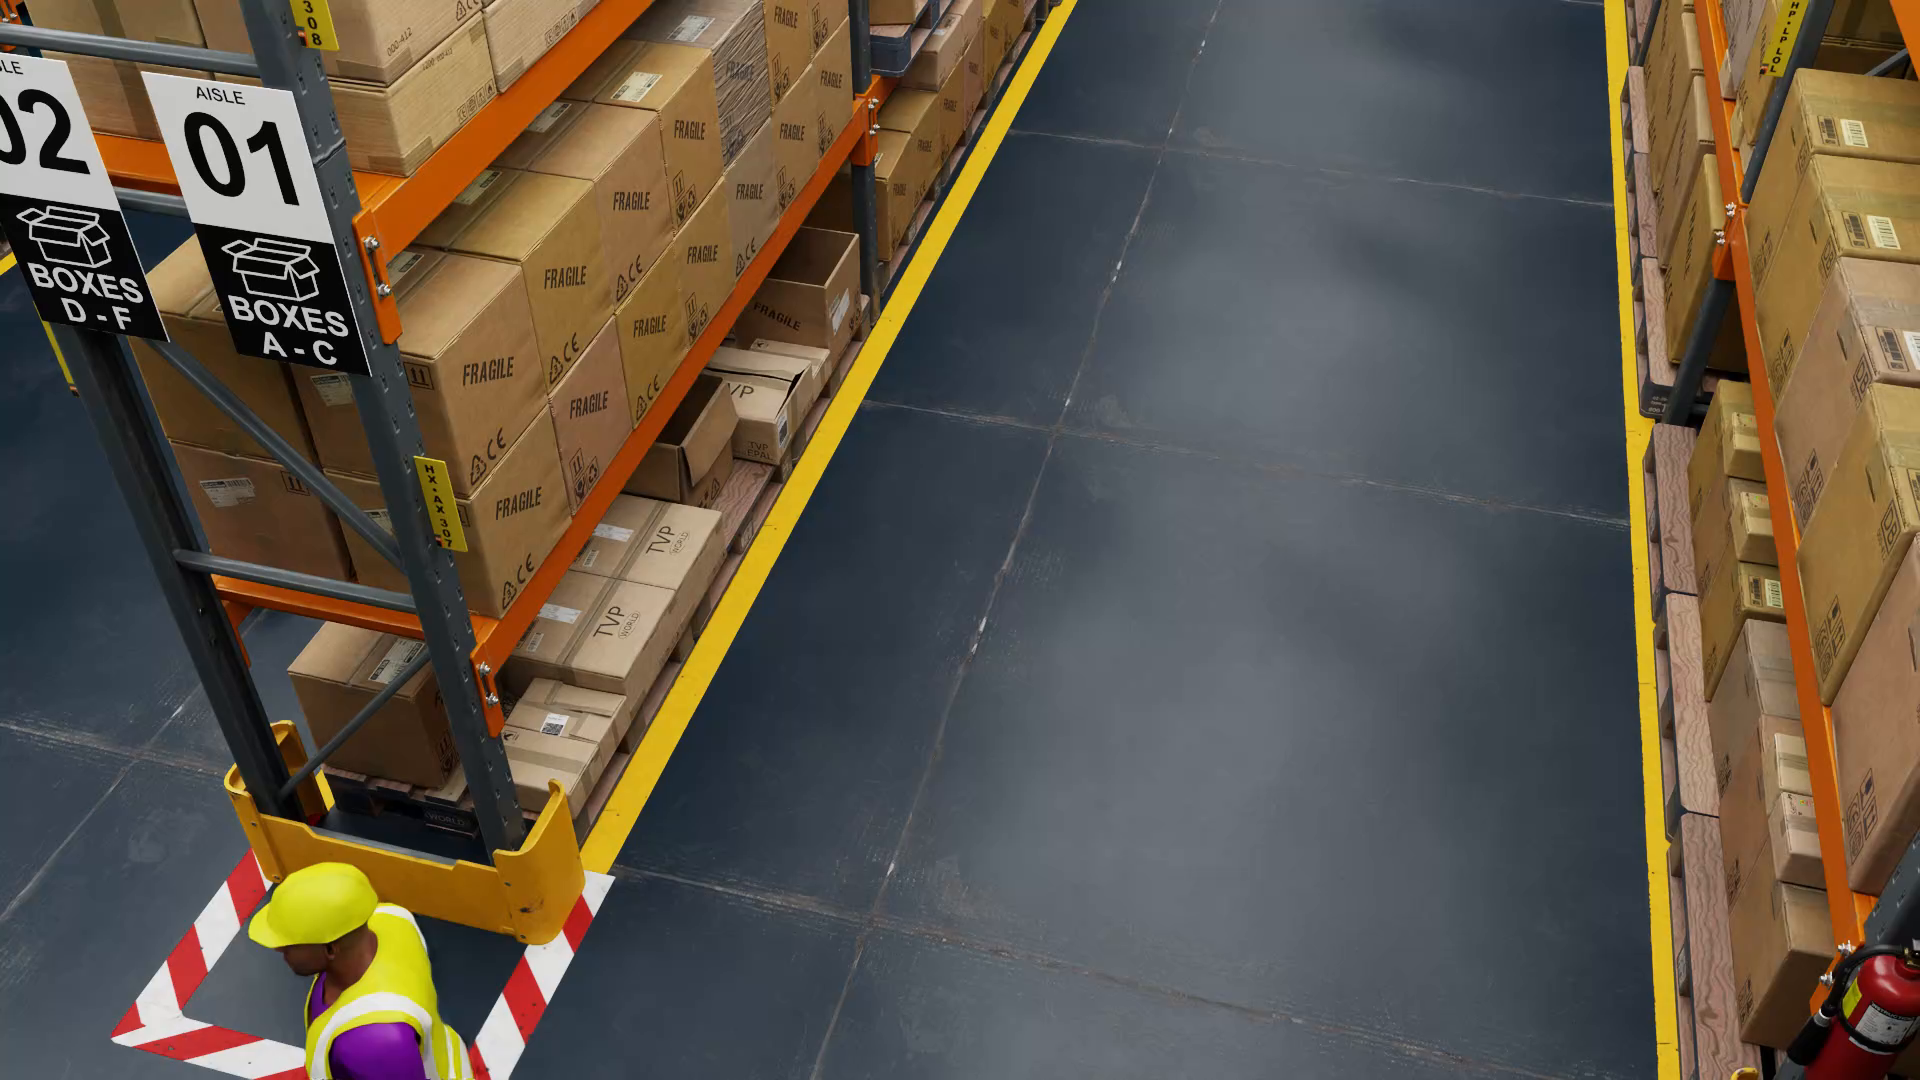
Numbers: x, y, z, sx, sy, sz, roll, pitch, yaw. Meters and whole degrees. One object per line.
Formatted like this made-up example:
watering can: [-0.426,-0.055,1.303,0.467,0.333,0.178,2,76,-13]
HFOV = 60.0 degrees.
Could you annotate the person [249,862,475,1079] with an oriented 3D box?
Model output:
person: [-1.392,1.498,4.400,0.686,1.738,0.622,-12,42,-13]
